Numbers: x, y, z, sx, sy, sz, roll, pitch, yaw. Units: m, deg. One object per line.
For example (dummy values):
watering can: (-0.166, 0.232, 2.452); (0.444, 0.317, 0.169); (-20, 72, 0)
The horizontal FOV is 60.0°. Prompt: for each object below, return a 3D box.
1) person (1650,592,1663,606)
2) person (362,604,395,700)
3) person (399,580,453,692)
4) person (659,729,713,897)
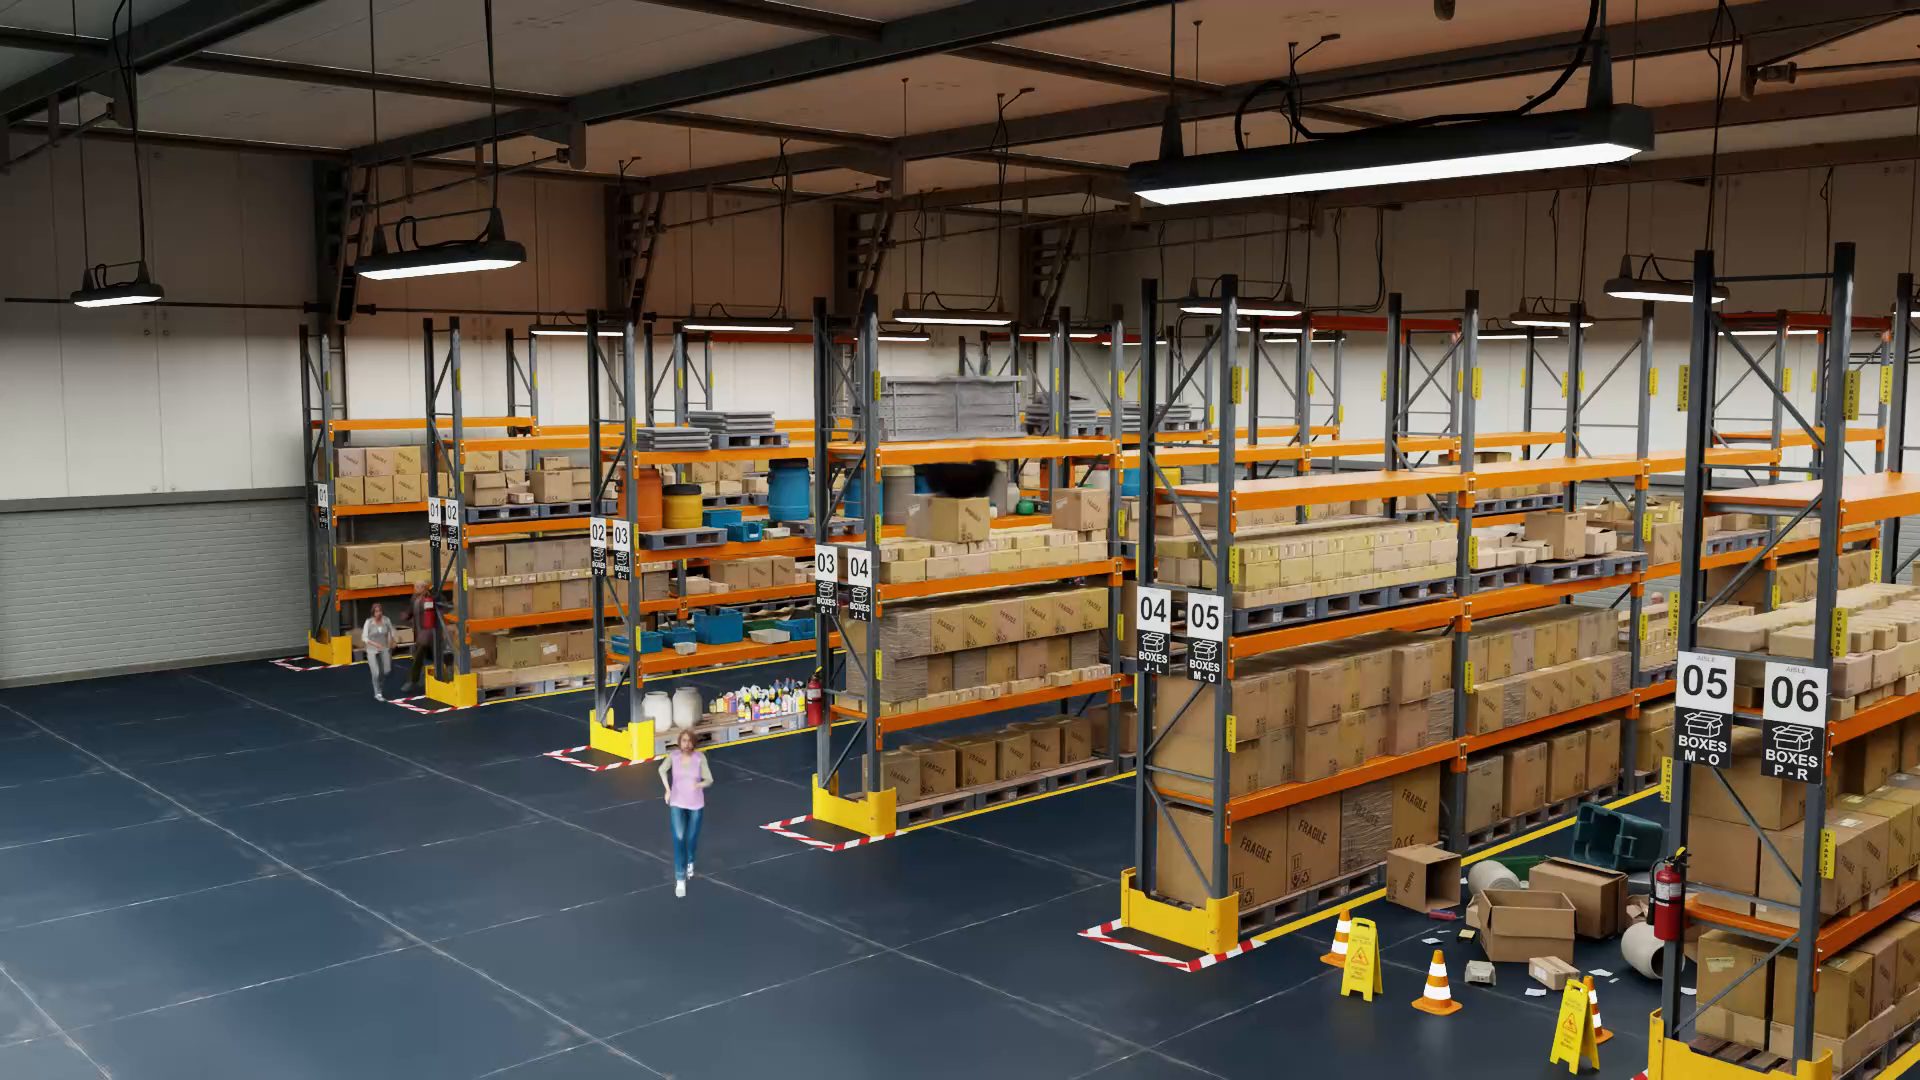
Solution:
person: (10.643, 1.694, 25.493); (1.046, 1.802, 0.704); (-5, 8, -40)
person: (-9.119, 1.764, 26.134); (0.529, 1.553, 0.606); (-3, 7, -29)
person: (-8.746, 1.533, 27.322); (0.722, 1.784, 1.141); (4, 7, 35)
person: (-2.735, 2.698, 16.646); (0.522, 1.639, 0.736); (-1, 6, -13)
